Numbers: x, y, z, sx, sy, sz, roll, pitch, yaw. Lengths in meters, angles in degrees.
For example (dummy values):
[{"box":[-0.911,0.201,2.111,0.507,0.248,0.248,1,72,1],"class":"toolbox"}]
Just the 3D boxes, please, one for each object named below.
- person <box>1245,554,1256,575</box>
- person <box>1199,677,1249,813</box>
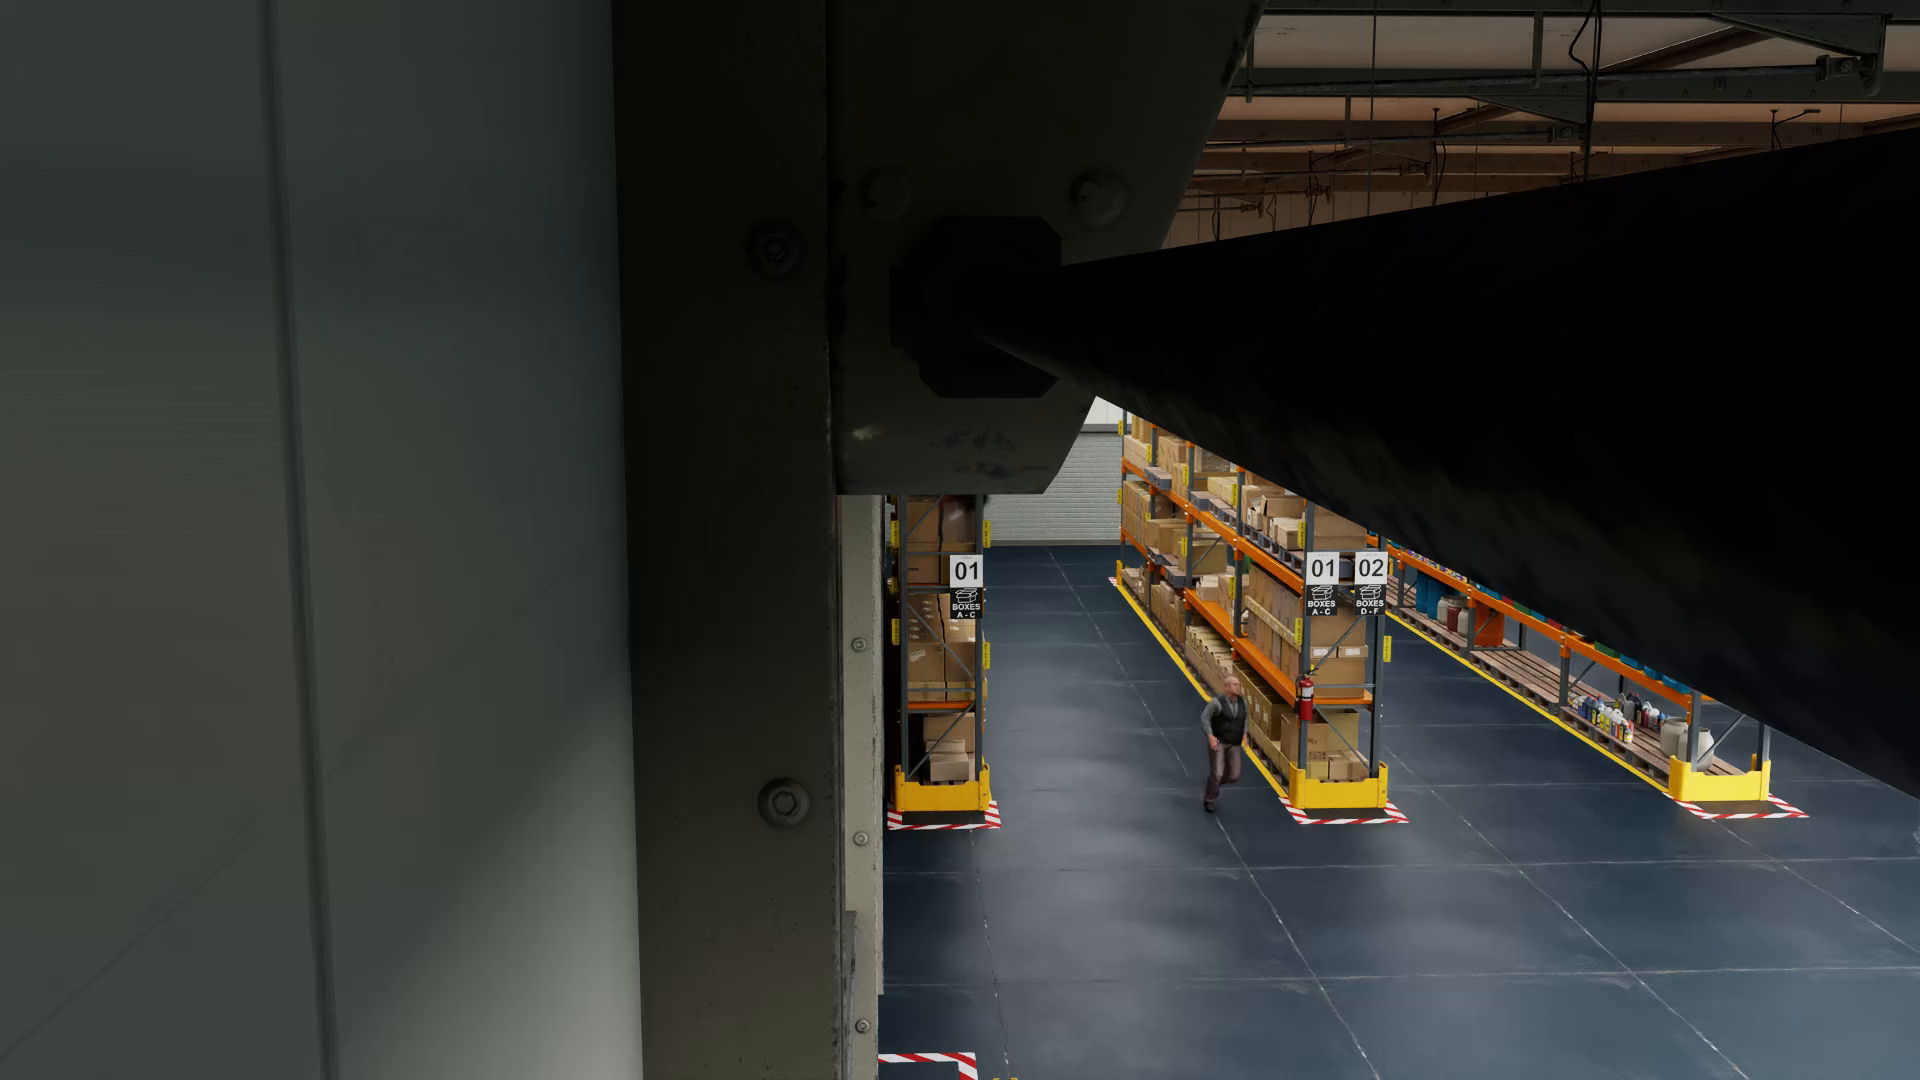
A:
[{"box":[6.065,0.344,34.553,0.649,1.812,0.858,-1,8,-8],"class":"person"},{"box":[3.292,2.506,20.547,0.704,1.663,0.538,-3,9,-17],"class":"person"}]
